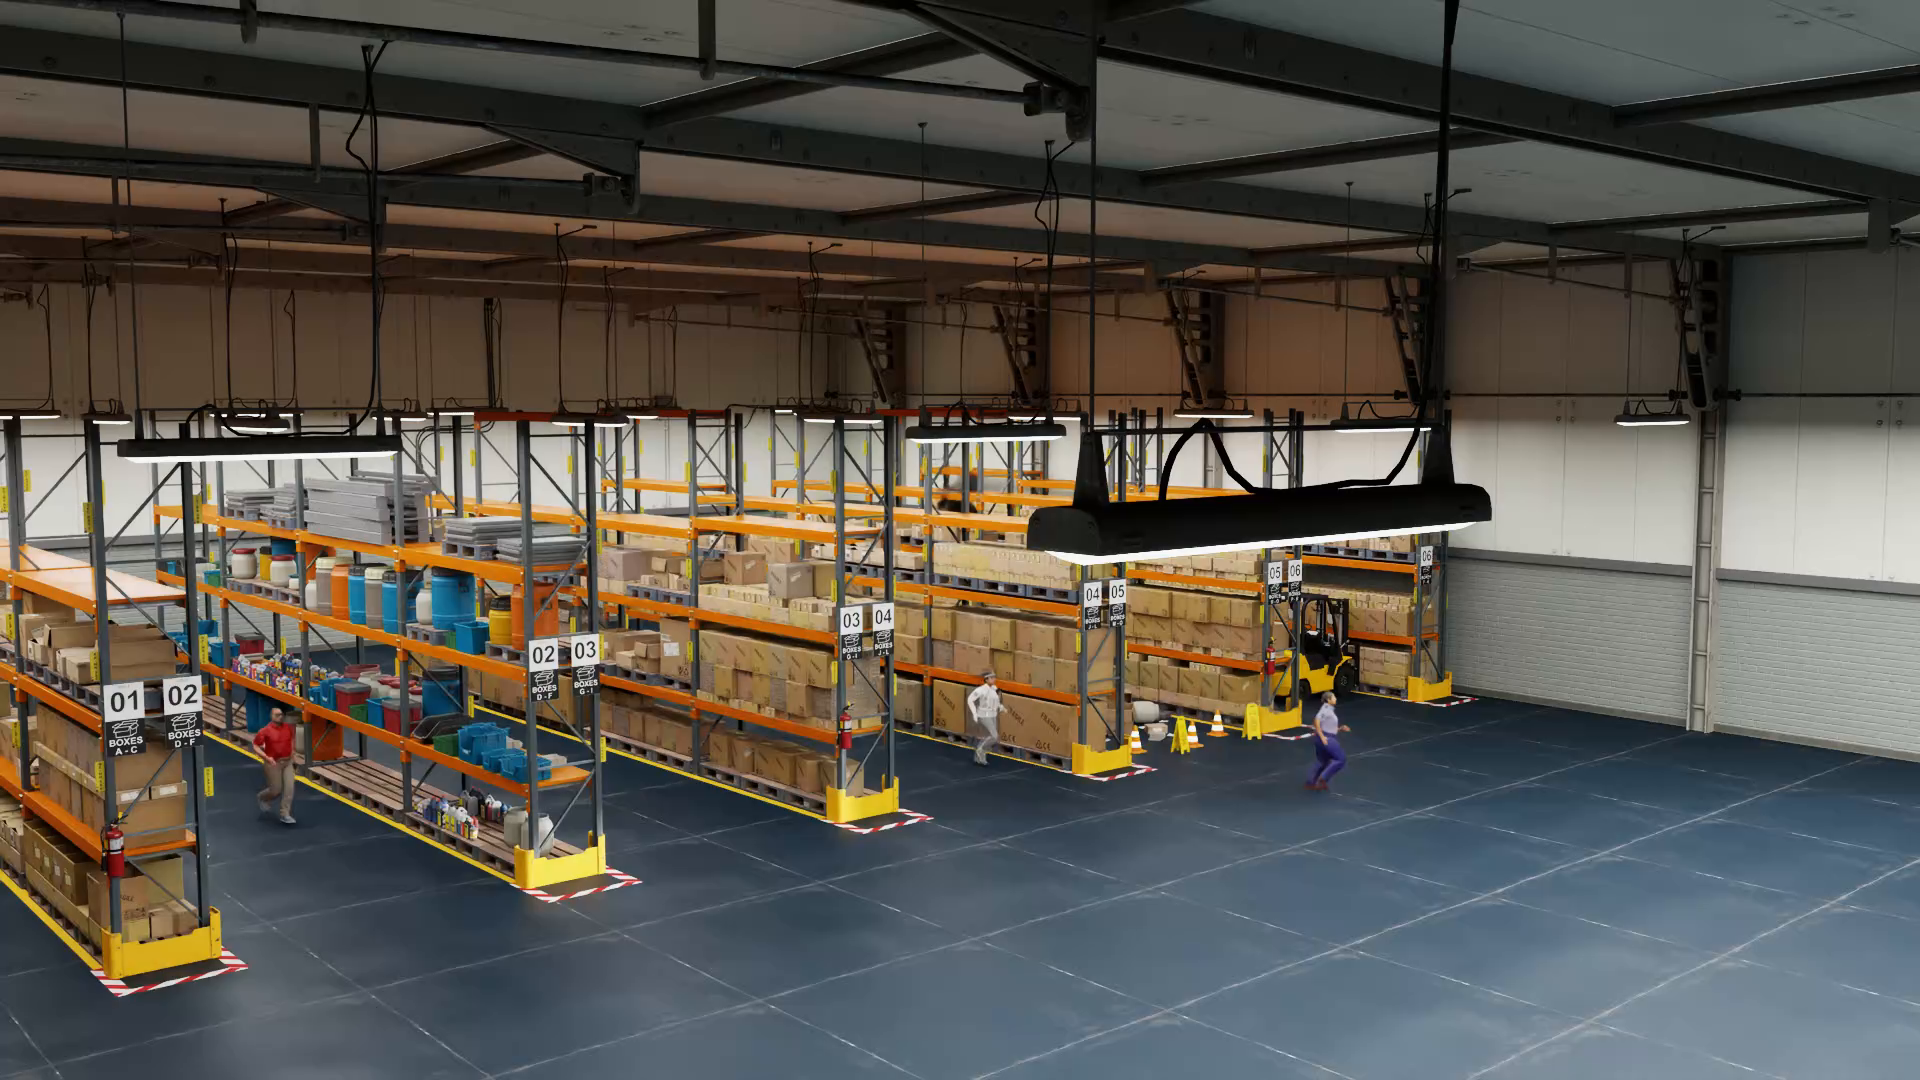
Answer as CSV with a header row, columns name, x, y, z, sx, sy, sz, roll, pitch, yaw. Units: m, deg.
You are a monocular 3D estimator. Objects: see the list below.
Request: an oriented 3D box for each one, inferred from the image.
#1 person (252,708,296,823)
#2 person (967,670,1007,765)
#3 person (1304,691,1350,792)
name,x,y,z,sx,sy,sz,roll,pitch,yaw
person,-10.095,3.322,24.609,0.768,1.686,0.680,4,6,36
person,0.498,3.013,28.245,0.686,1.648,0.583,4,7,40
person,5.846,3.197,26.415,0.721,1.614,0.576,0,5,3
